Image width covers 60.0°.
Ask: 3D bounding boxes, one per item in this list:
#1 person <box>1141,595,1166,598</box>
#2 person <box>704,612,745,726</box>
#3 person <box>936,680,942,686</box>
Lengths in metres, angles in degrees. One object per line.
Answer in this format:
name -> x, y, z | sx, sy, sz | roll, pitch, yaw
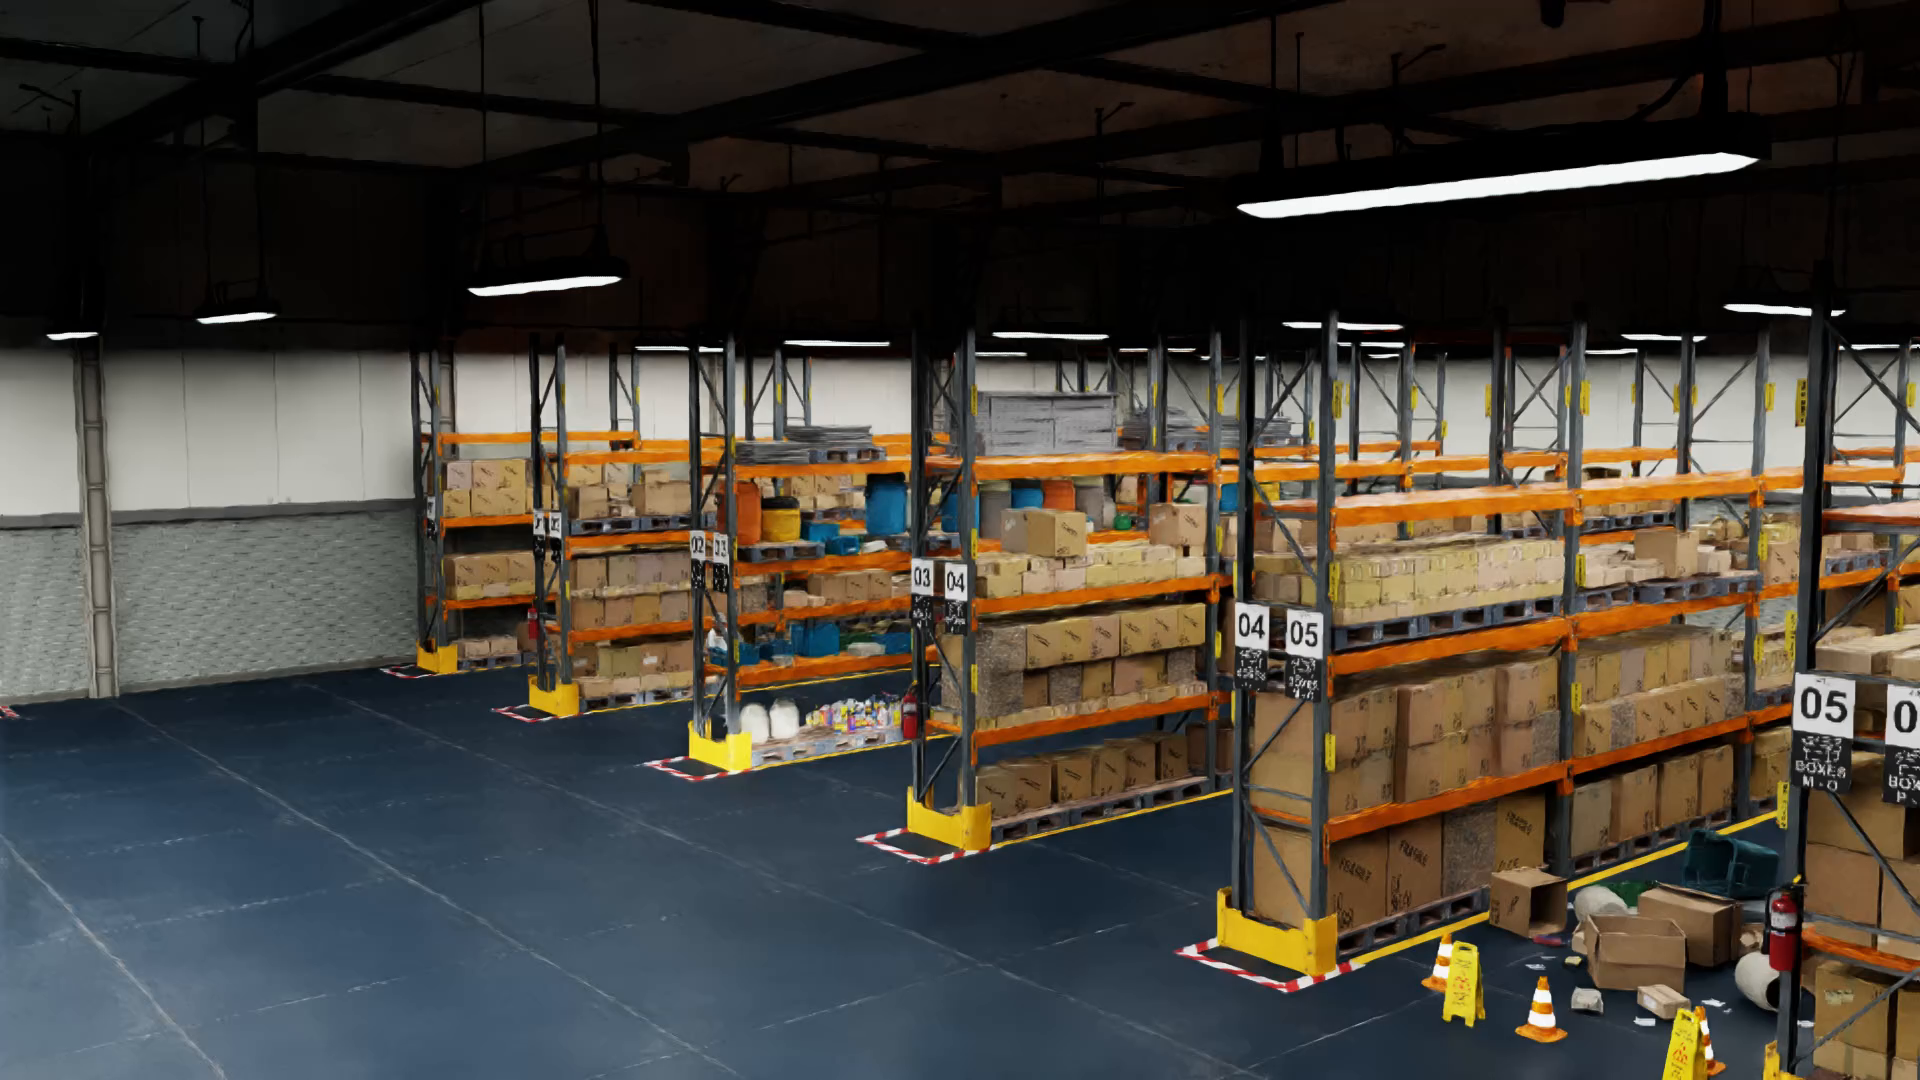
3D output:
person -> 3.546, 1.451, 30.781 | 1.123, 1.709, 0.553 | -4, 7, -37
person -> -3.583, 1.948, 25.471 | 0.692, 1.723, 0.846 | 3, 6, 33
person -> 0.065, 1.702, 28.484 | 0.985, 1.615, 0.482 | -3, 6, -31
